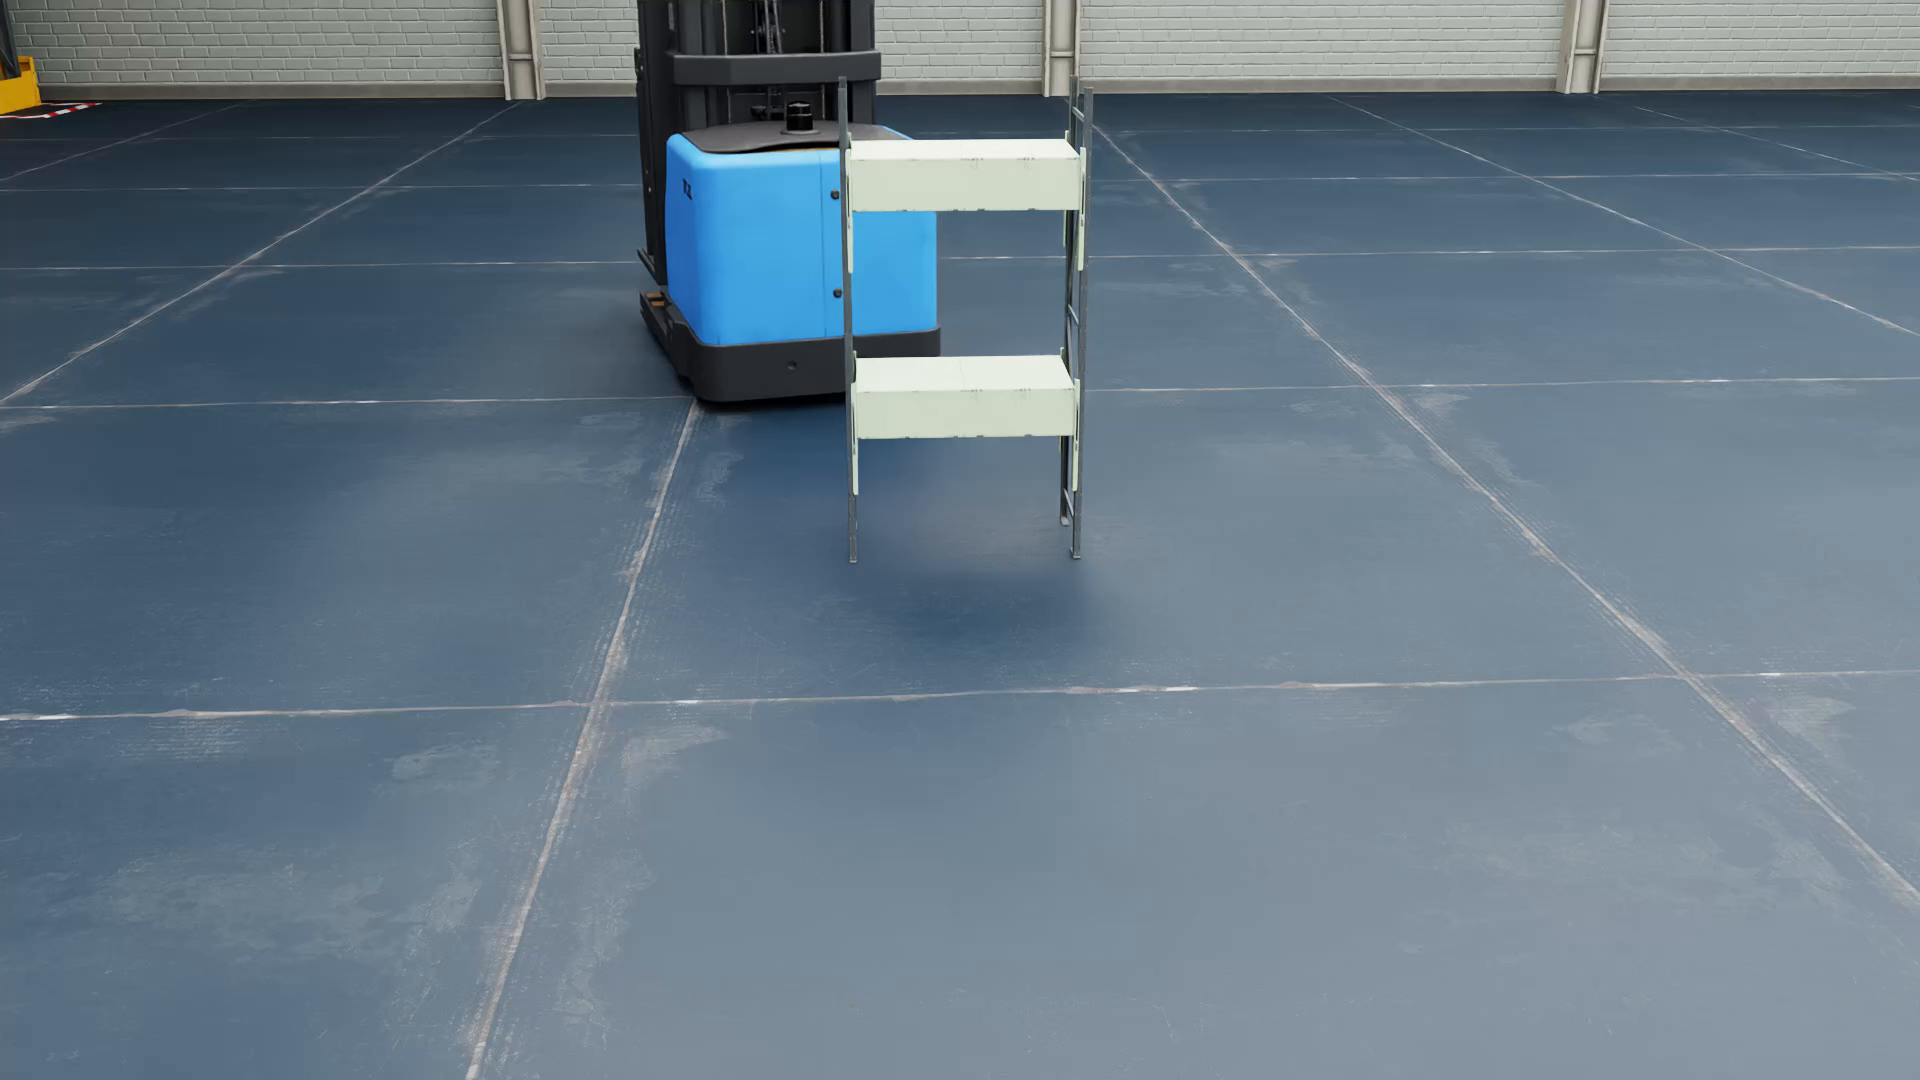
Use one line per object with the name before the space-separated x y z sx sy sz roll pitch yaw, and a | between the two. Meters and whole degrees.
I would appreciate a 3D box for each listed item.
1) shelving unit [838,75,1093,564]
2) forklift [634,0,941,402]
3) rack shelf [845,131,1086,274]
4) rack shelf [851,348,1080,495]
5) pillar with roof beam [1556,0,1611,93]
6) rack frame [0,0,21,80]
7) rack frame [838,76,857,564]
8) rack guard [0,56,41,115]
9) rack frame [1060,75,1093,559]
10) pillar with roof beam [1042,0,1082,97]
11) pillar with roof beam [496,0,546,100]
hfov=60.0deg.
shelving unit | 0.007 -0.701 5.354 0.755 1.500 0.431 -1 21 -3
forklift | -1.006 -2.437 7.903 1.130 2.935 3.031 -6 22 -16
rack shelf | 0.007 -1.066 5.216 0.720 0.370 0.431 -1 21 -3
rack shelf | 0.007 -0.396 5.470 0.720 0.370 0.431 -1 21 -3
pillar with roof beam | 7.375 -7.859 13.616 0.400 9.000 9.100 -1 21 -3
rack frame | -10.095 -5.913 16.936 0.127 3.000 1.000 -1 21 -3
rack frame | -0.359 -0.694 5.335 0.023 1.500 0.400 -1 21 -3
rack guard | -10.071 -4.745 17.382 0.348 0.500 1.175 -1 21 -3
rack frame | 0.372 -0.708 5.374 0.023 1.500 0.400 -1 21 -3
pillar with roof beam | 1.384 -7.737 13.296 0.400 9.000 9.100 -1 21 -3
pillar with roof beam | -4.606 -7.615 12.975 0.400 9.000 9.100 -1 21 -3
